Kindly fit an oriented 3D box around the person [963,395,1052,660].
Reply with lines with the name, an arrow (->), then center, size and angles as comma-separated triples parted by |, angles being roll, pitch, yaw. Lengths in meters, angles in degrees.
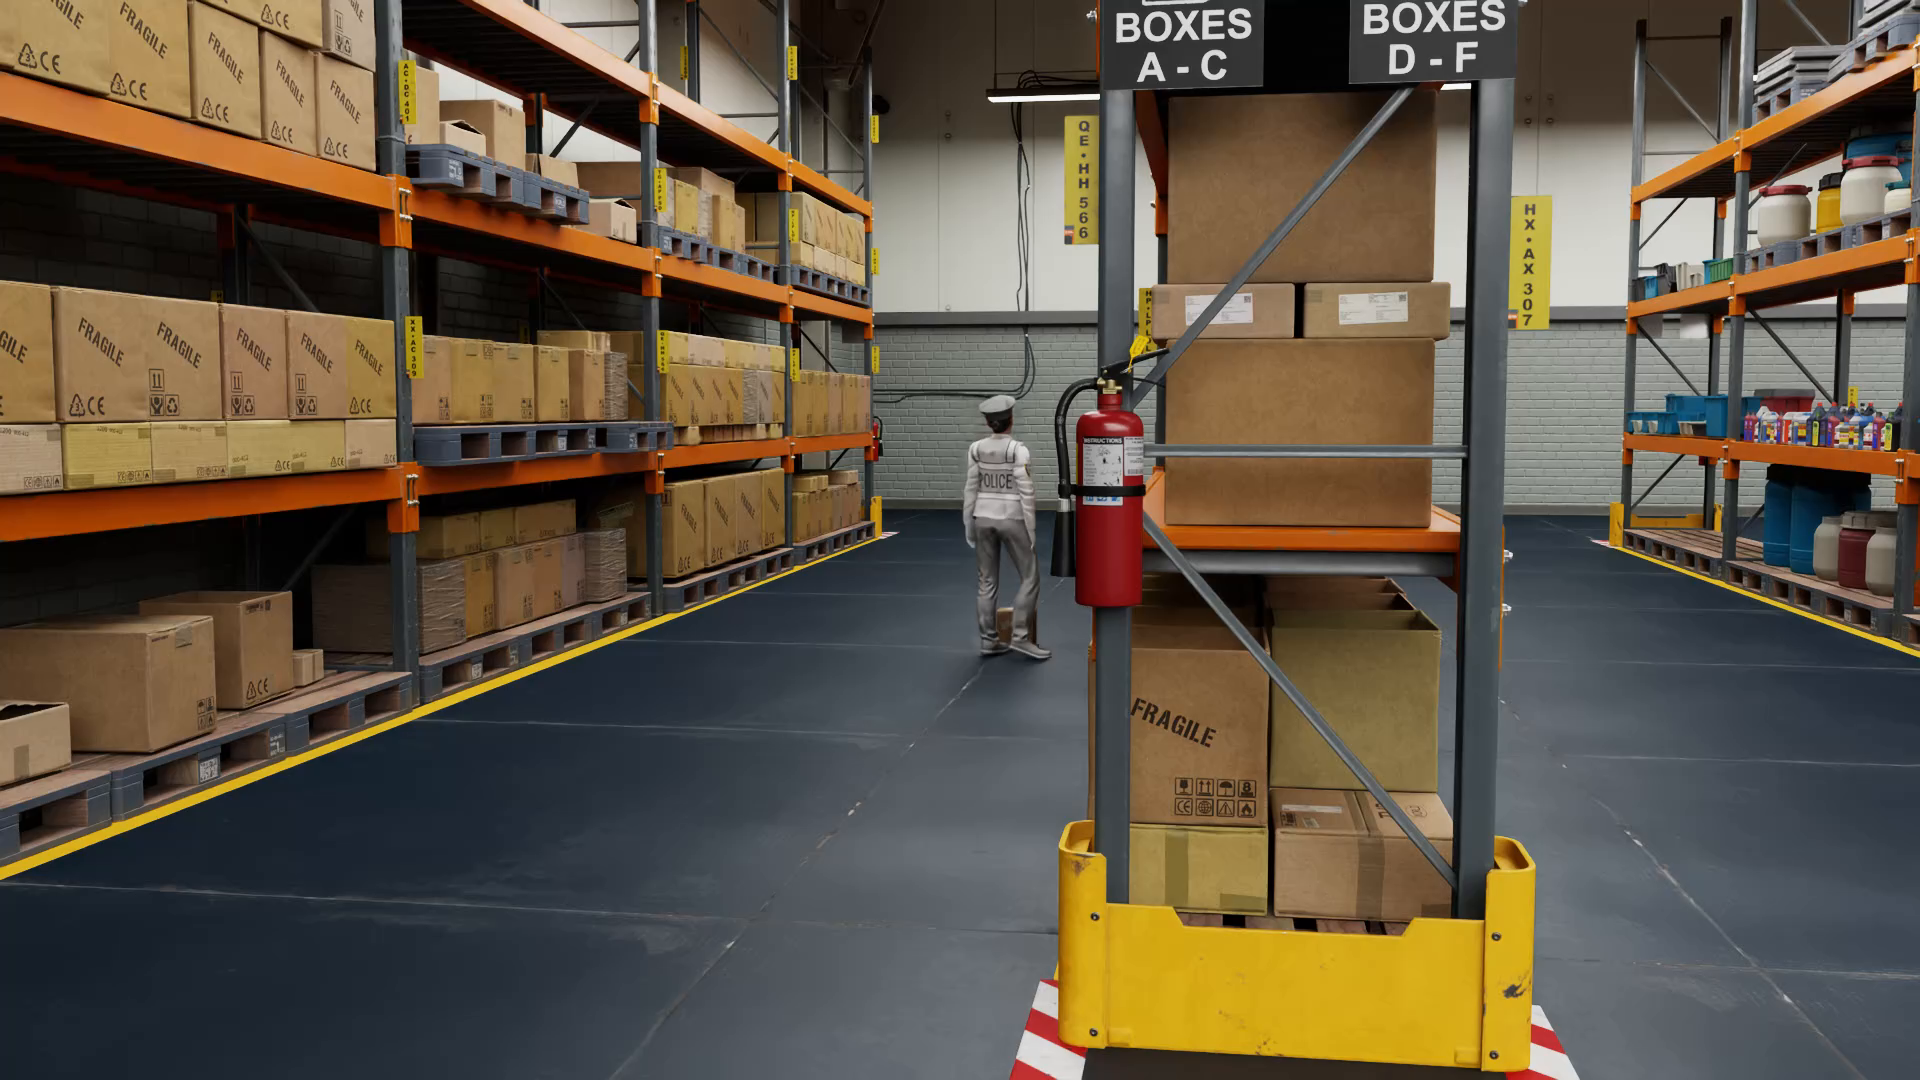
person -> 0.305, -0.089, 10.759 | 0.635, 1.698, 0.365 | 2, 5, 27
